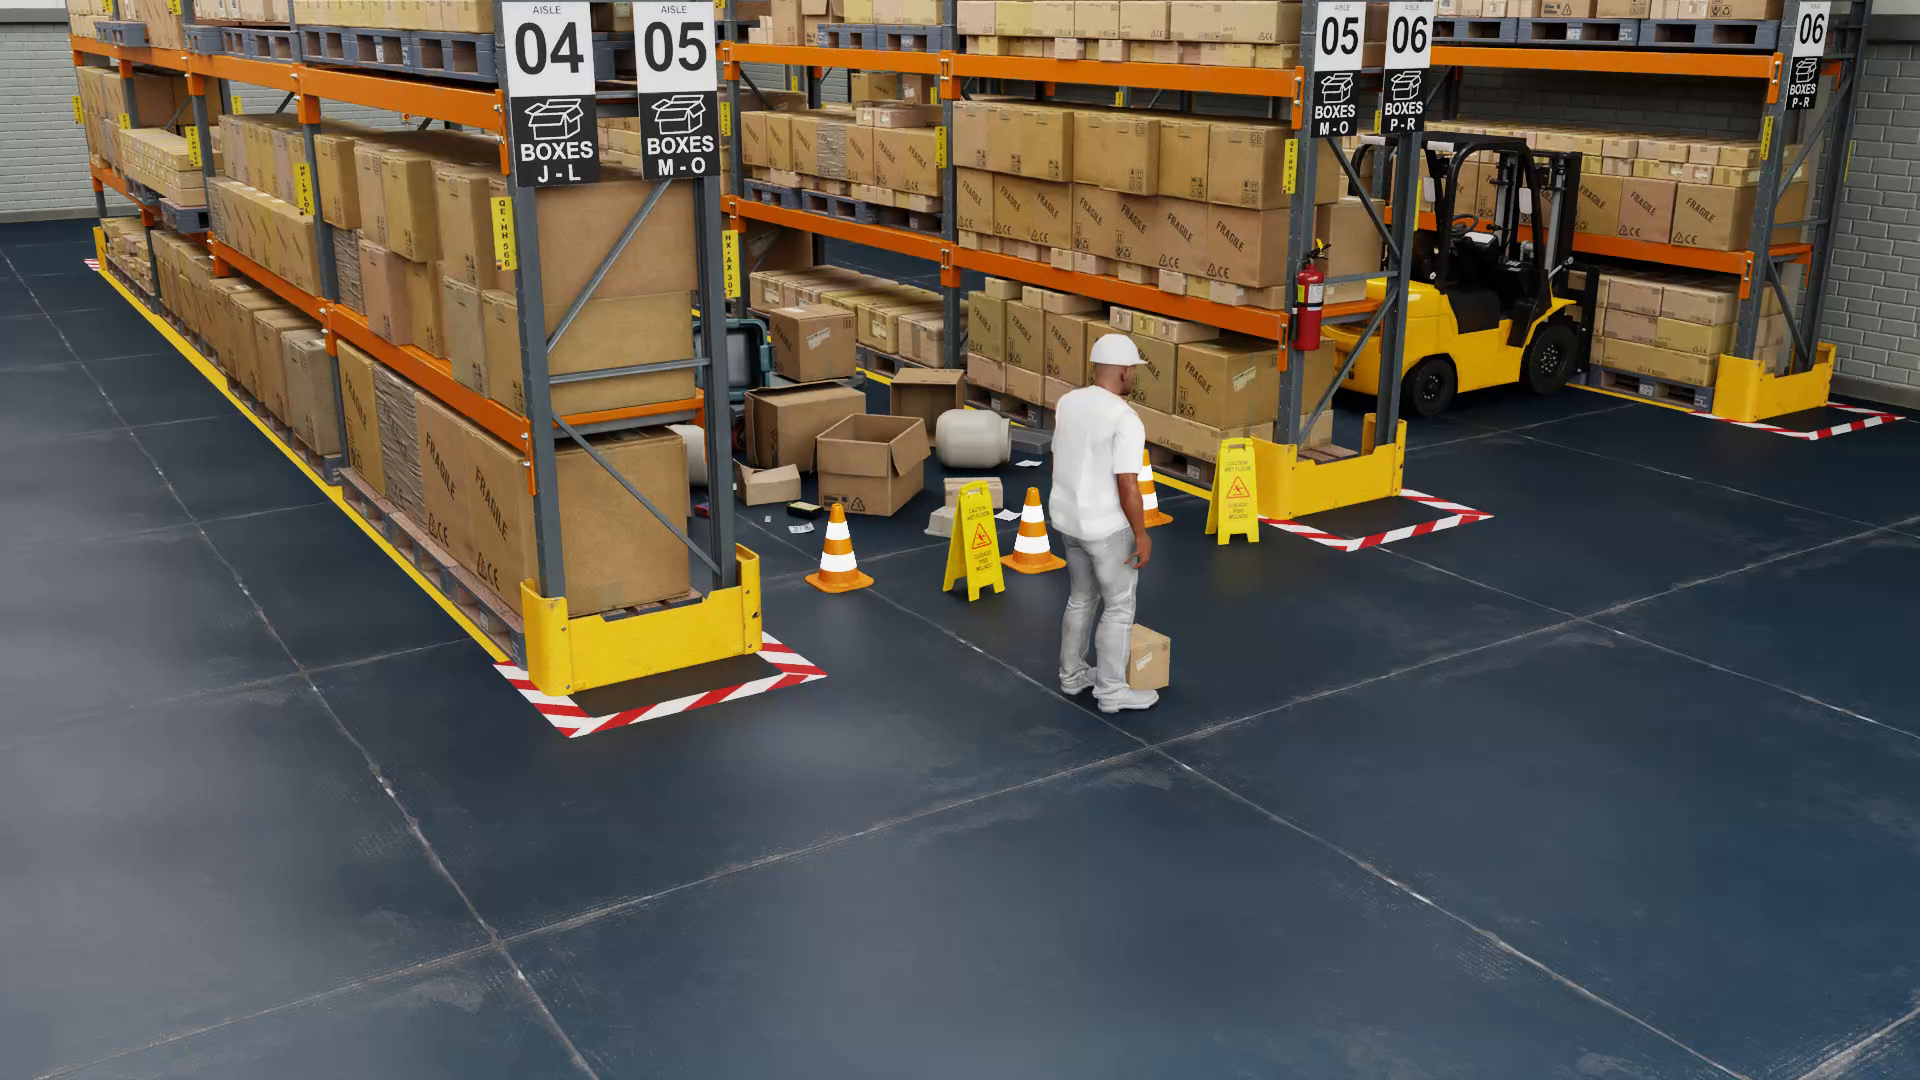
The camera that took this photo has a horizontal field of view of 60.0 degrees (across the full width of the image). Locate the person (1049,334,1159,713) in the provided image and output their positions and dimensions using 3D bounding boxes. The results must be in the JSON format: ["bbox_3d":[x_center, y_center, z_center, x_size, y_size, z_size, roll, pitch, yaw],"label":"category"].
[{"bbox_3d":[0.668,-0.086,7.790,0.460,1.760,0.625,-12,21,-32],"label":"person"}]
